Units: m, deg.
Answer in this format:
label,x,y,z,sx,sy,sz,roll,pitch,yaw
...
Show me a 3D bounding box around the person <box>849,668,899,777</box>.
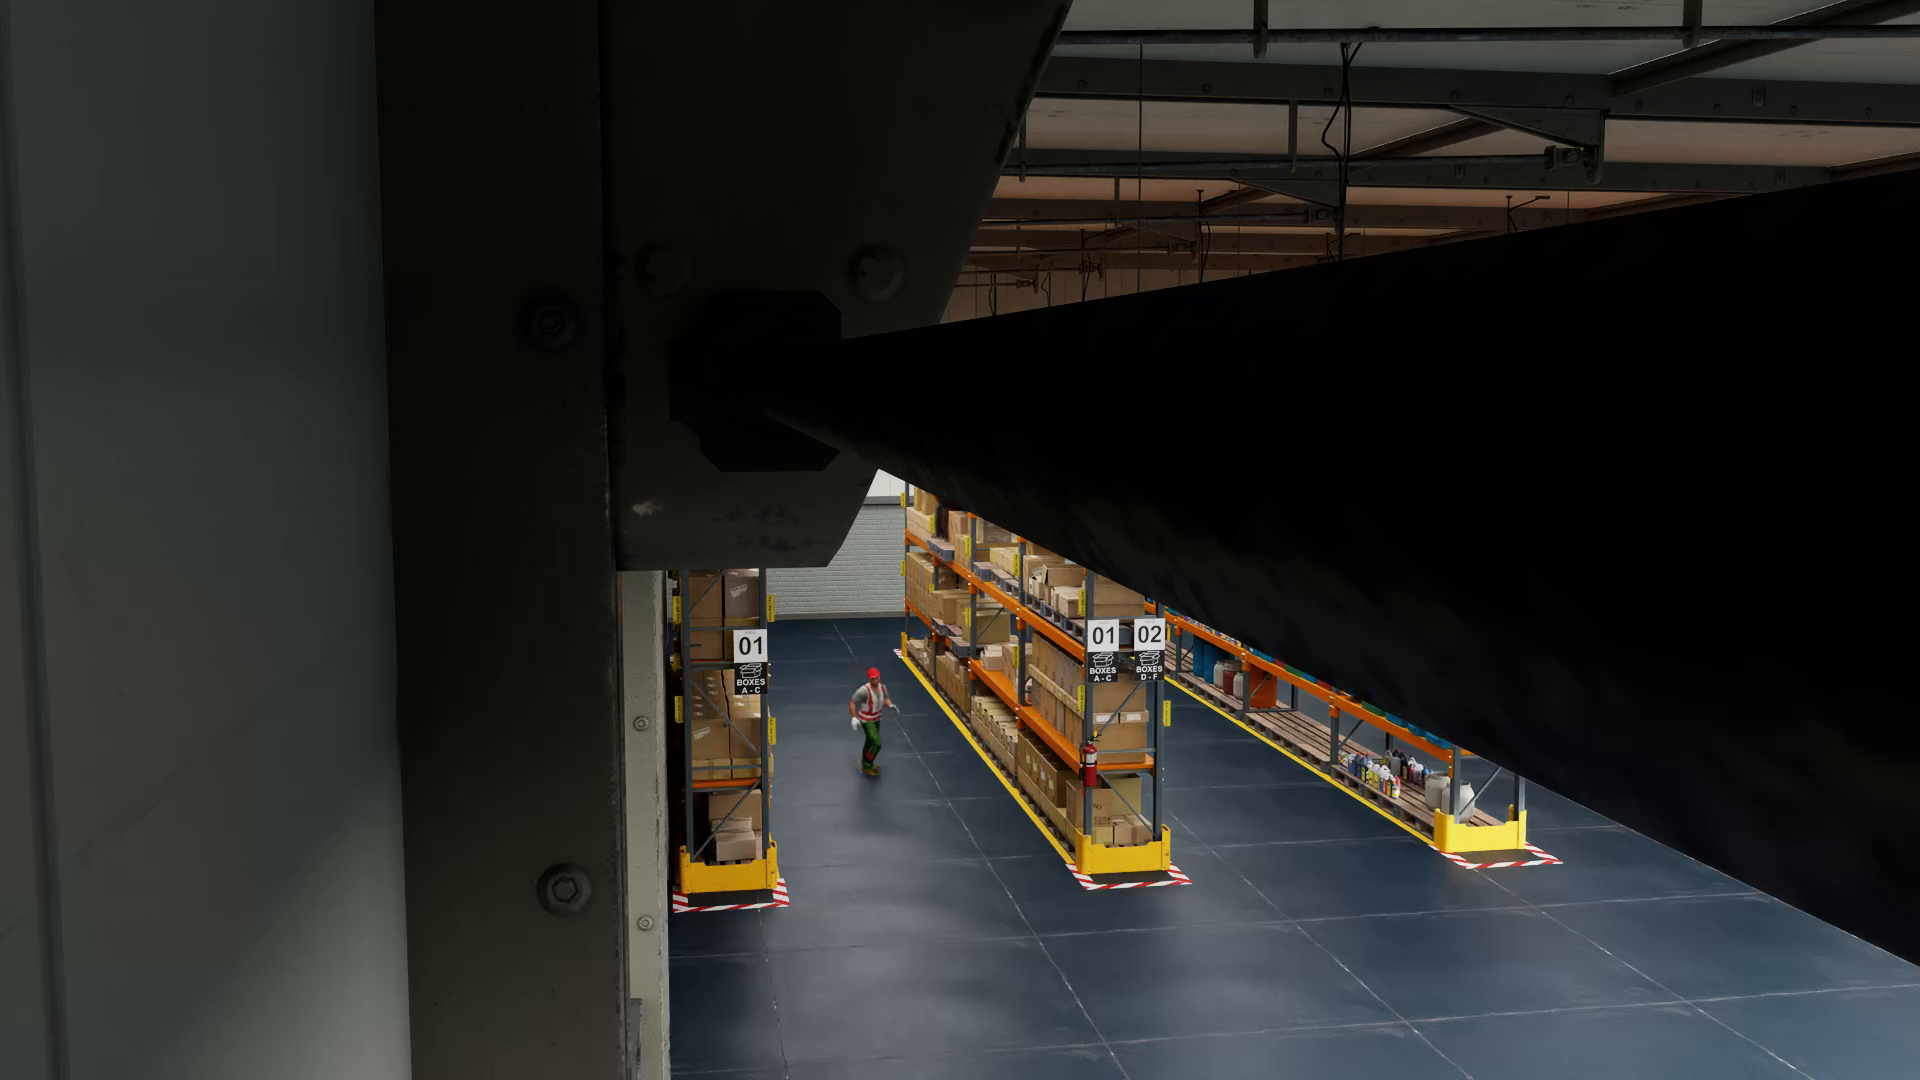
label,x,y,z,sx,sy,sz,roll,pitch,yaw
person,-1.332,2.826,25.858,0.812,1.737,0.681,4,7,32
